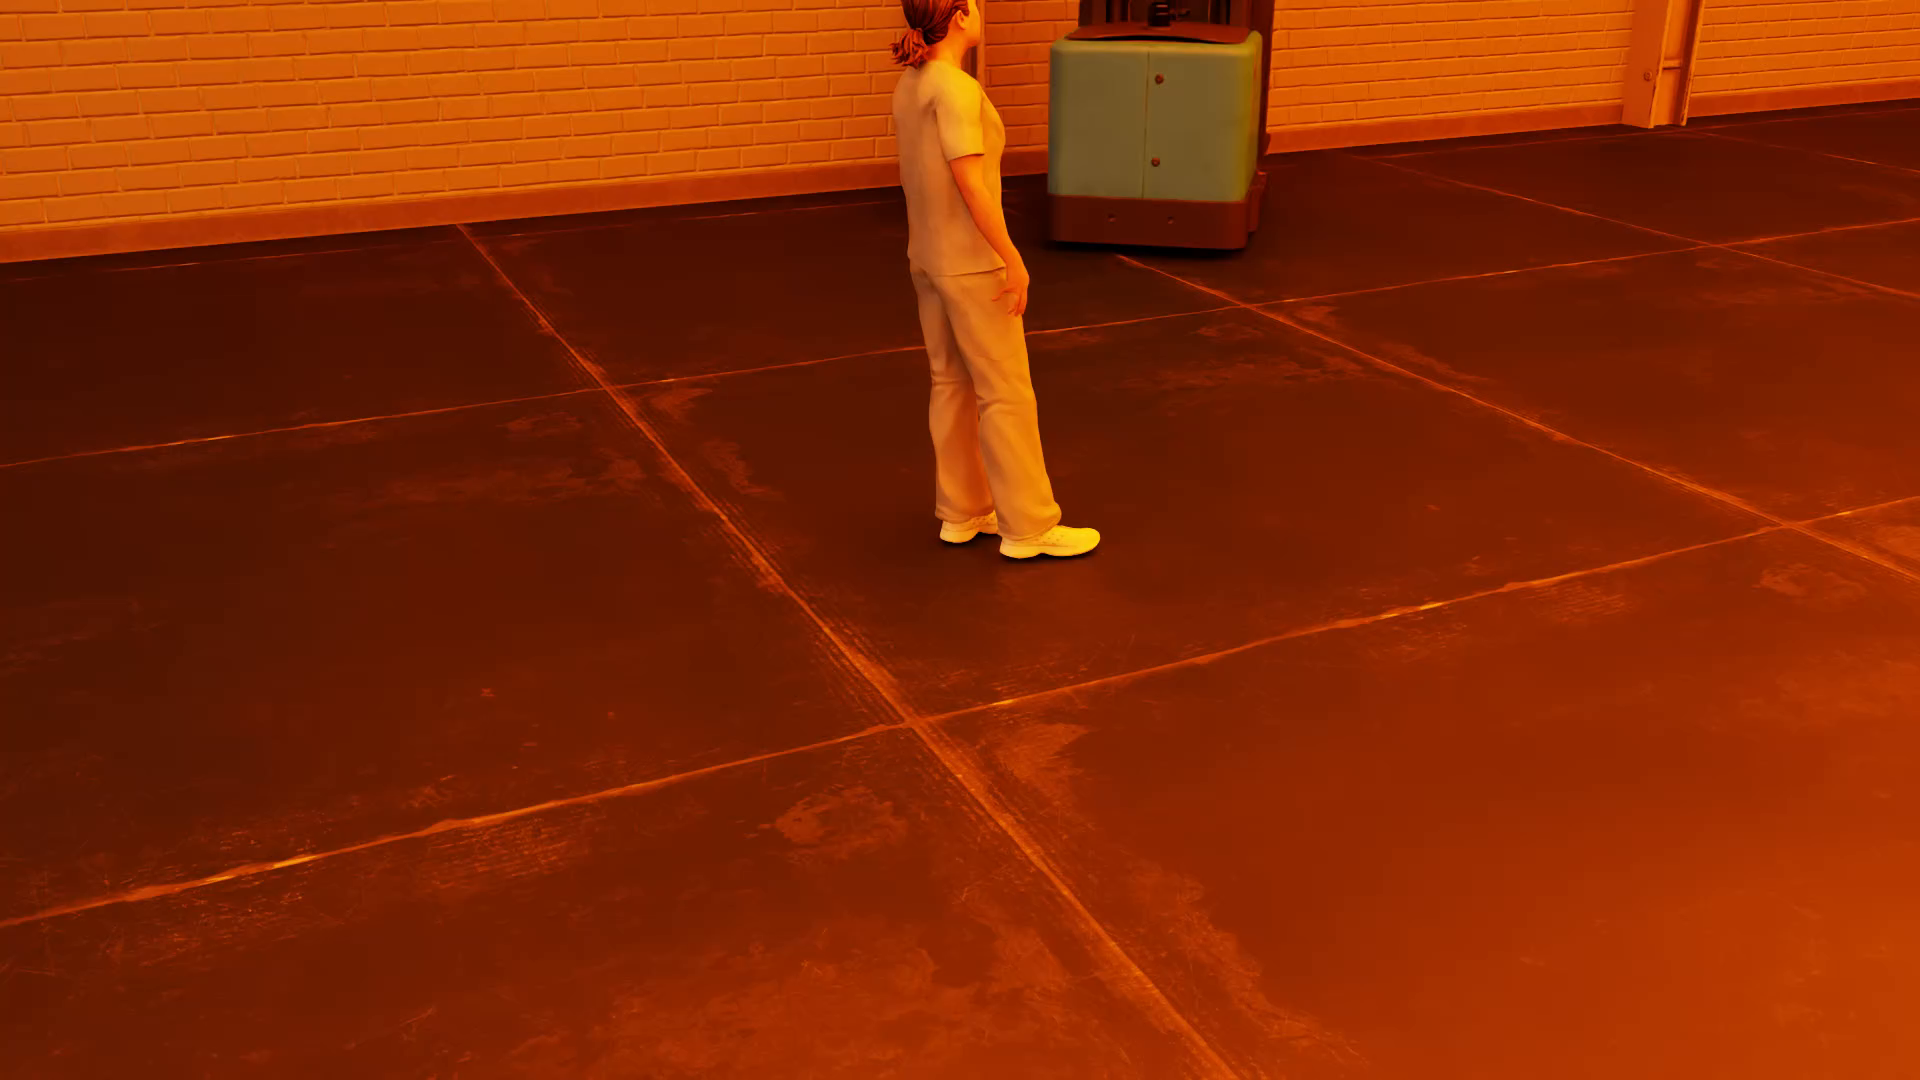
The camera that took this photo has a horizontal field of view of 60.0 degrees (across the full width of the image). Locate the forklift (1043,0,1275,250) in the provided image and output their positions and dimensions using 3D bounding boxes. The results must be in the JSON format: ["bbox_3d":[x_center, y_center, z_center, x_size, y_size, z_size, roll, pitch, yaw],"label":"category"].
[{"bbox_3d":[1.264,-3.372,9.402,1.130,2.935,3.031,5,23,12],"label":"forklift"}]

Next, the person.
[{"bbox_3d":[0.073,-0.788,4.800,0.548,1.673,0.549,-10,25,-23],"label":"person"}]
